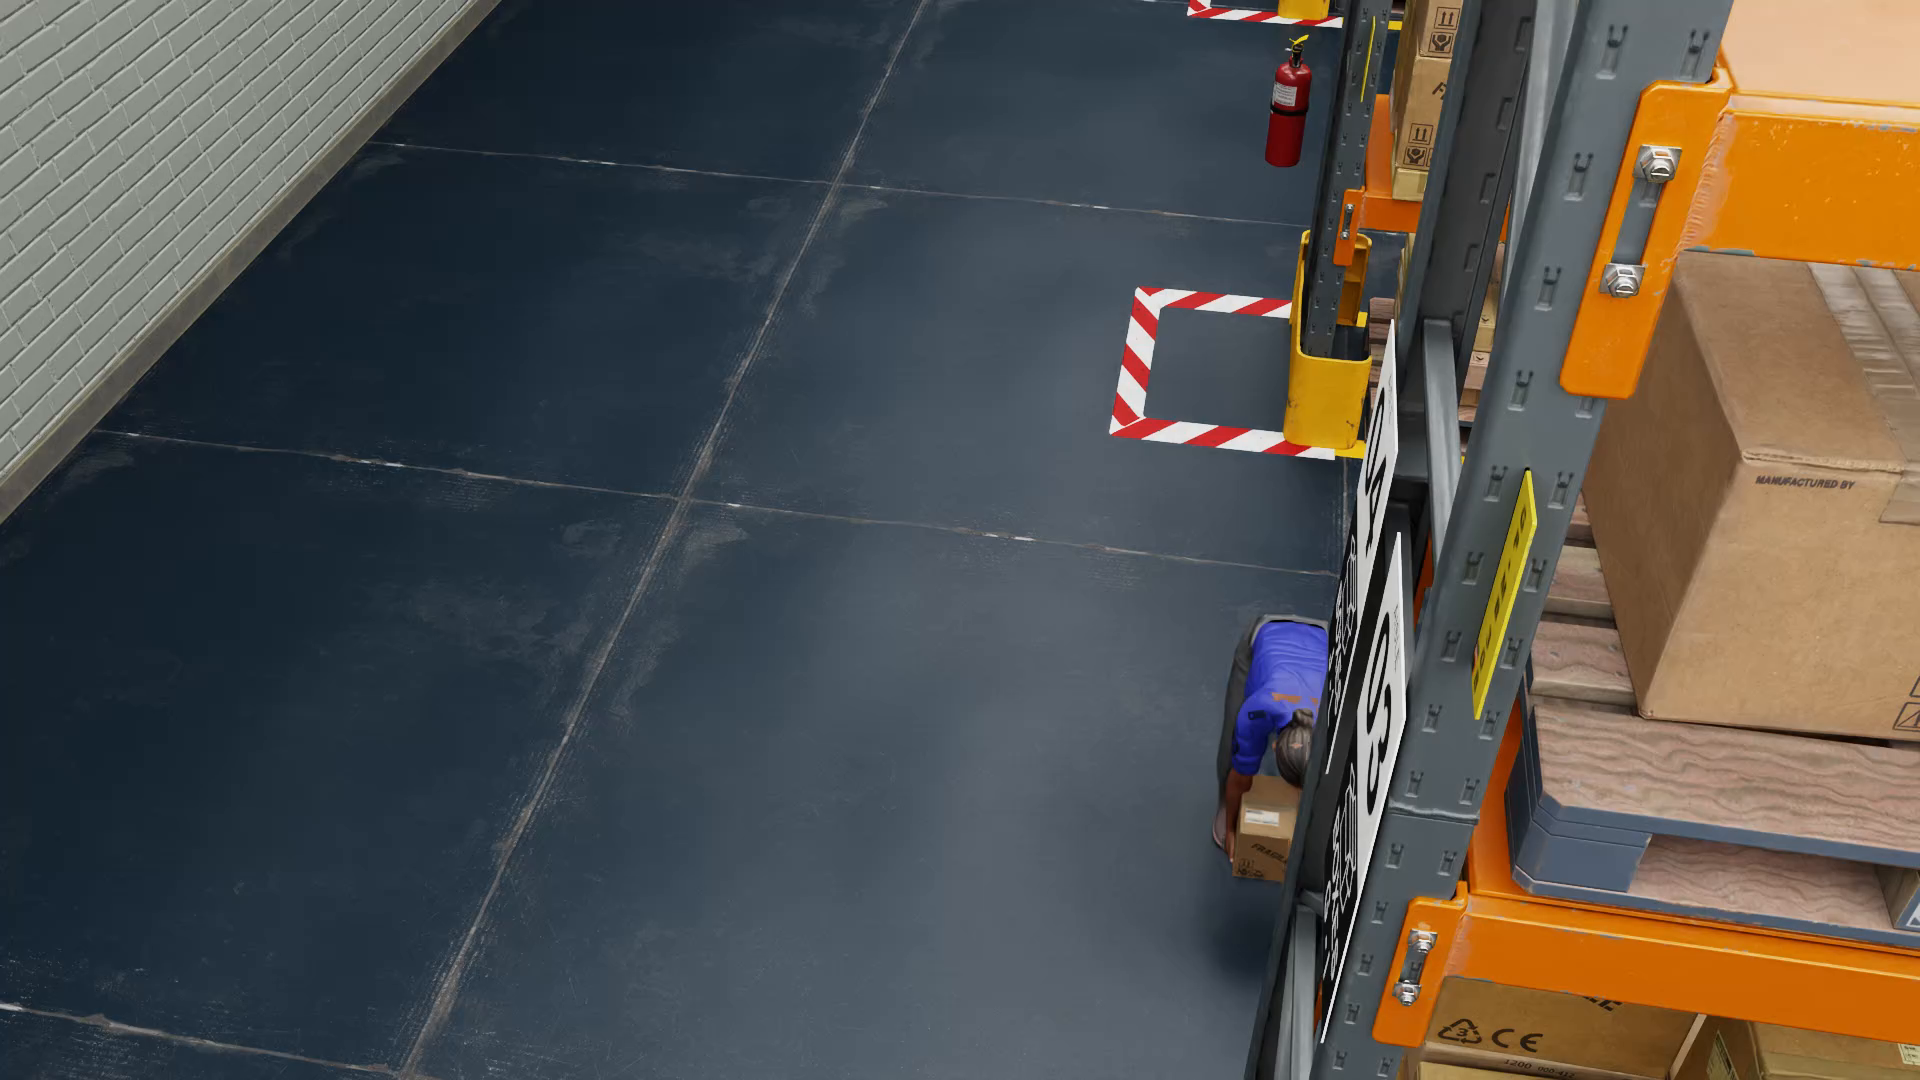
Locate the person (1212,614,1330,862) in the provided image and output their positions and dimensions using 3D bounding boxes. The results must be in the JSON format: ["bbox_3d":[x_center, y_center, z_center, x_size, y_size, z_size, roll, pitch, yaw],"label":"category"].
[{"bbox_3d":[1.098,0.787,5.672,0.422,1.112,0.867,5,41,6],"label":"person"}]
